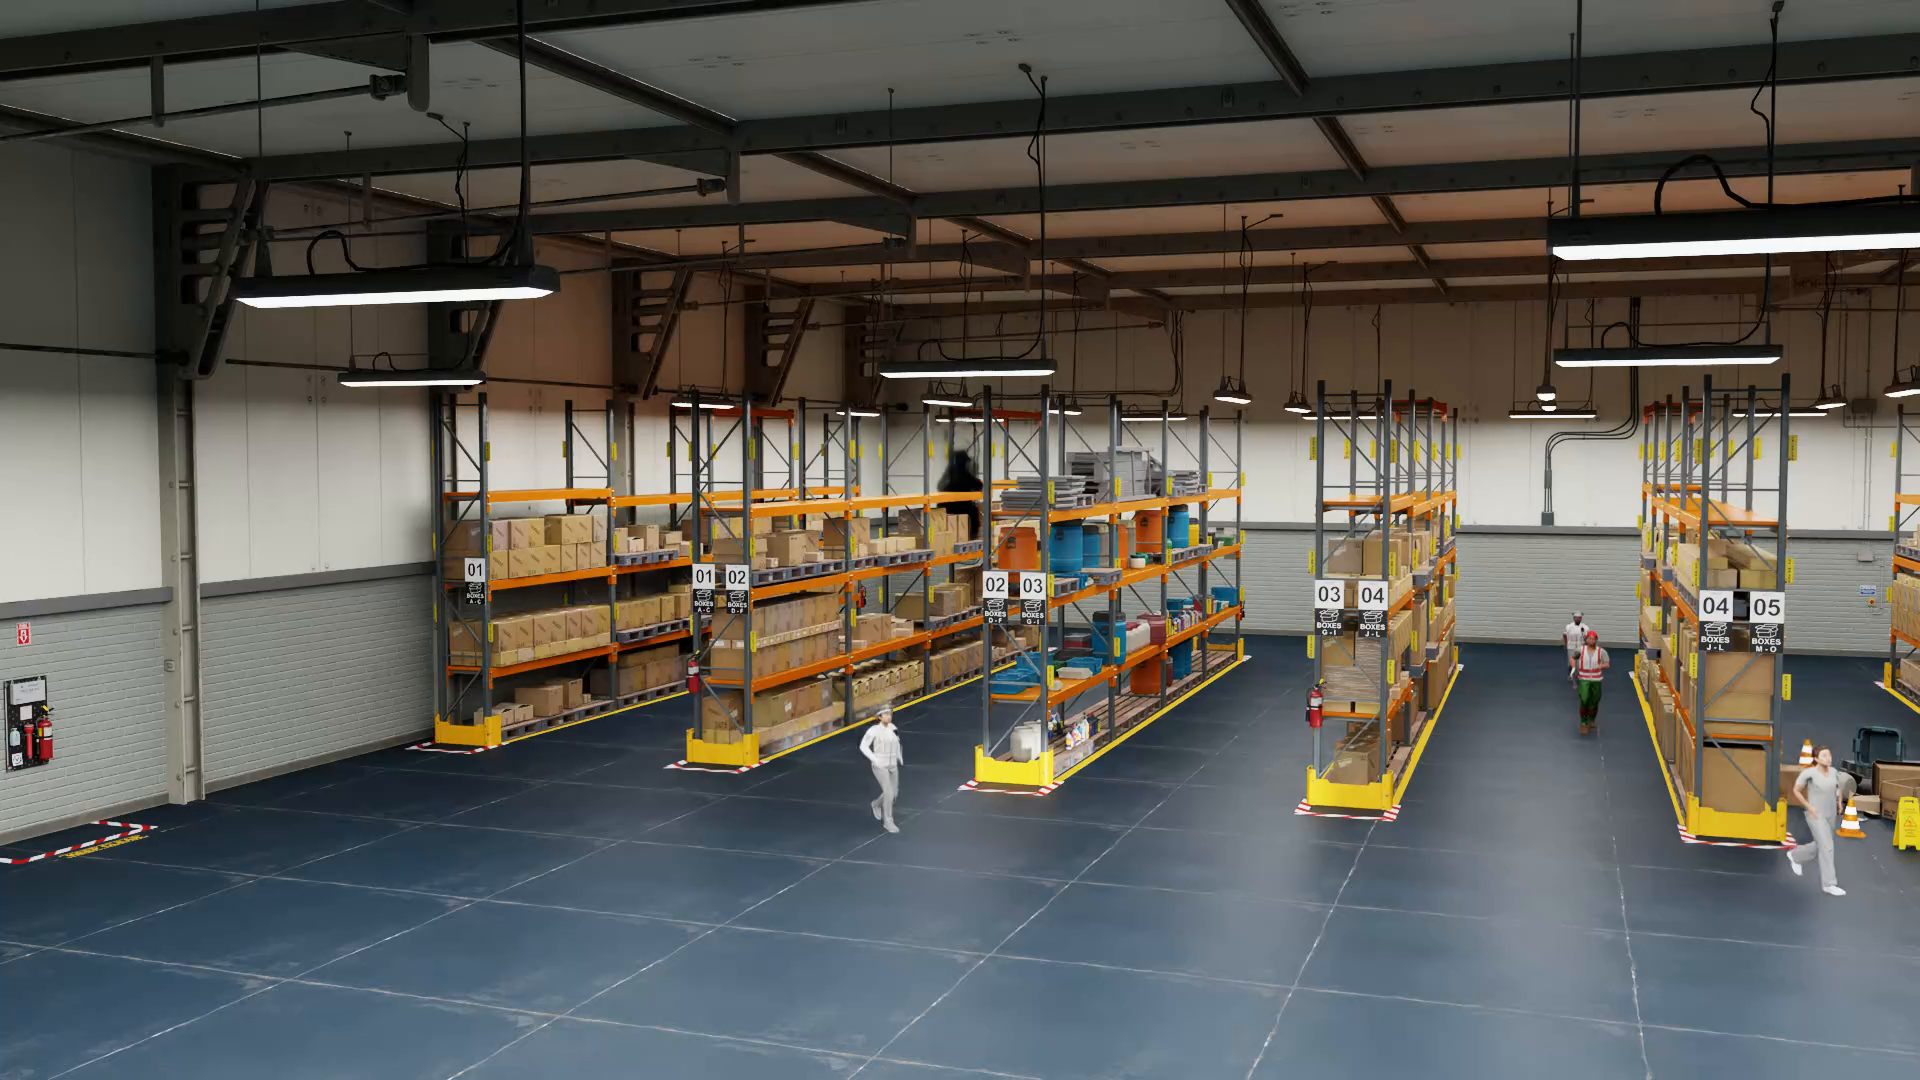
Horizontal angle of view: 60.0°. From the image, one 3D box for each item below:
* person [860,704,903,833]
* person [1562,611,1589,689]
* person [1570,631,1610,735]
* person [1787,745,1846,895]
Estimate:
[{"bbox_3d":[-1.043,2.999,22.027,0.604,1.677,0.661,-3,4,-40],"label":"person"},{"bbox_3d":[12.994,2.320,35.061,0.569,1.653,0.545,1,3,21],"label":"person"},{"bbox_3d":[11.198,2.534,29.565,0.643,1.845,0.774,1,3,15],"label":"person"},{"bbox_3d":[9.765,3.142,18.947,0.566,1.654,0.860,-1,3,-14],"label":"person"}]
